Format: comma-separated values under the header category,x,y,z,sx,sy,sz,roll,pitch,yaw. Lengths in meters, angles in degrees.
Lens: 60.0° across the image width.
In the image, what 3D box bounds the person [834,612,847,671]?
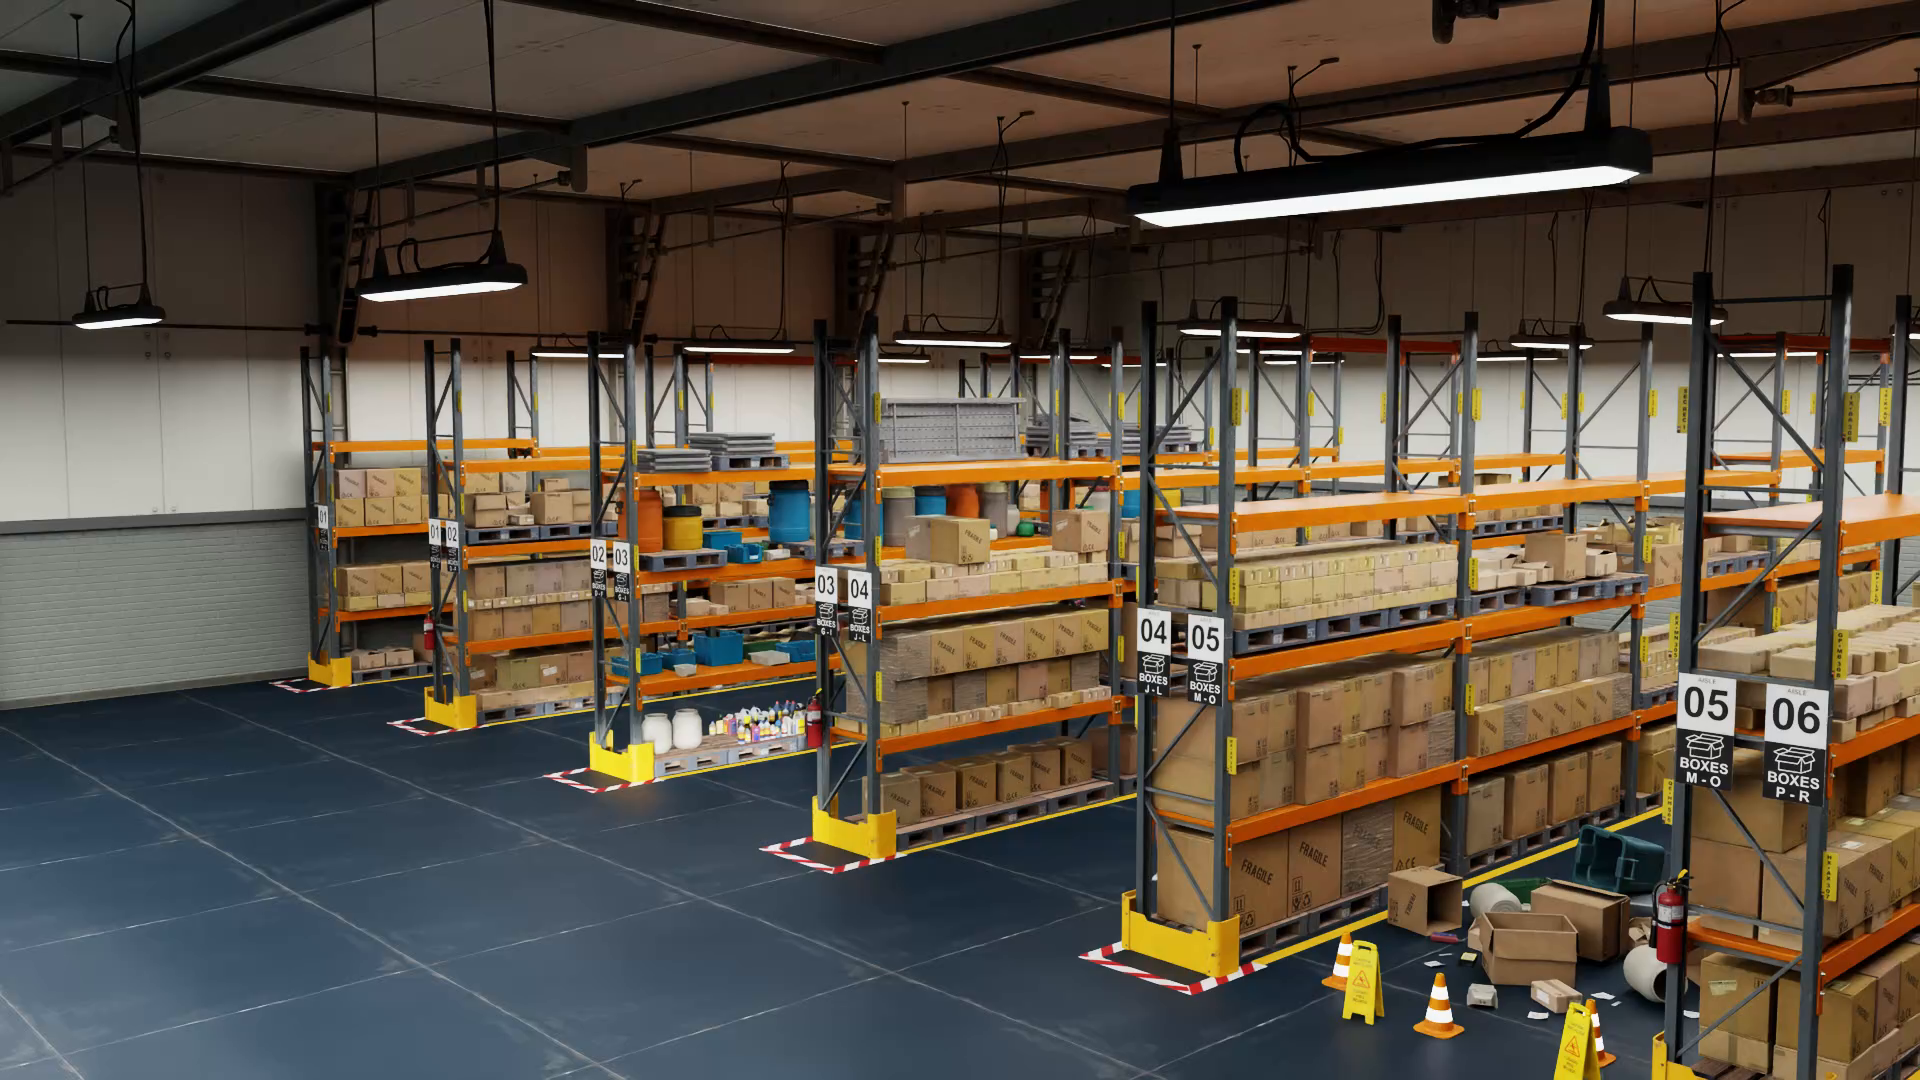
category,x,y,z,sx,sy,sz,roll,pitch,yaw
person,-2.180,1.645,29.168,0.523,1.628,0.667,4,6,37

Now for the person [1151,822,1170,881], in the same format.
category,x,y,z,sx,sy,sz,roll,pitch,yaw
person,2.319,2.788,17.703,0.560,1.715,0.486,-3,6,-35
